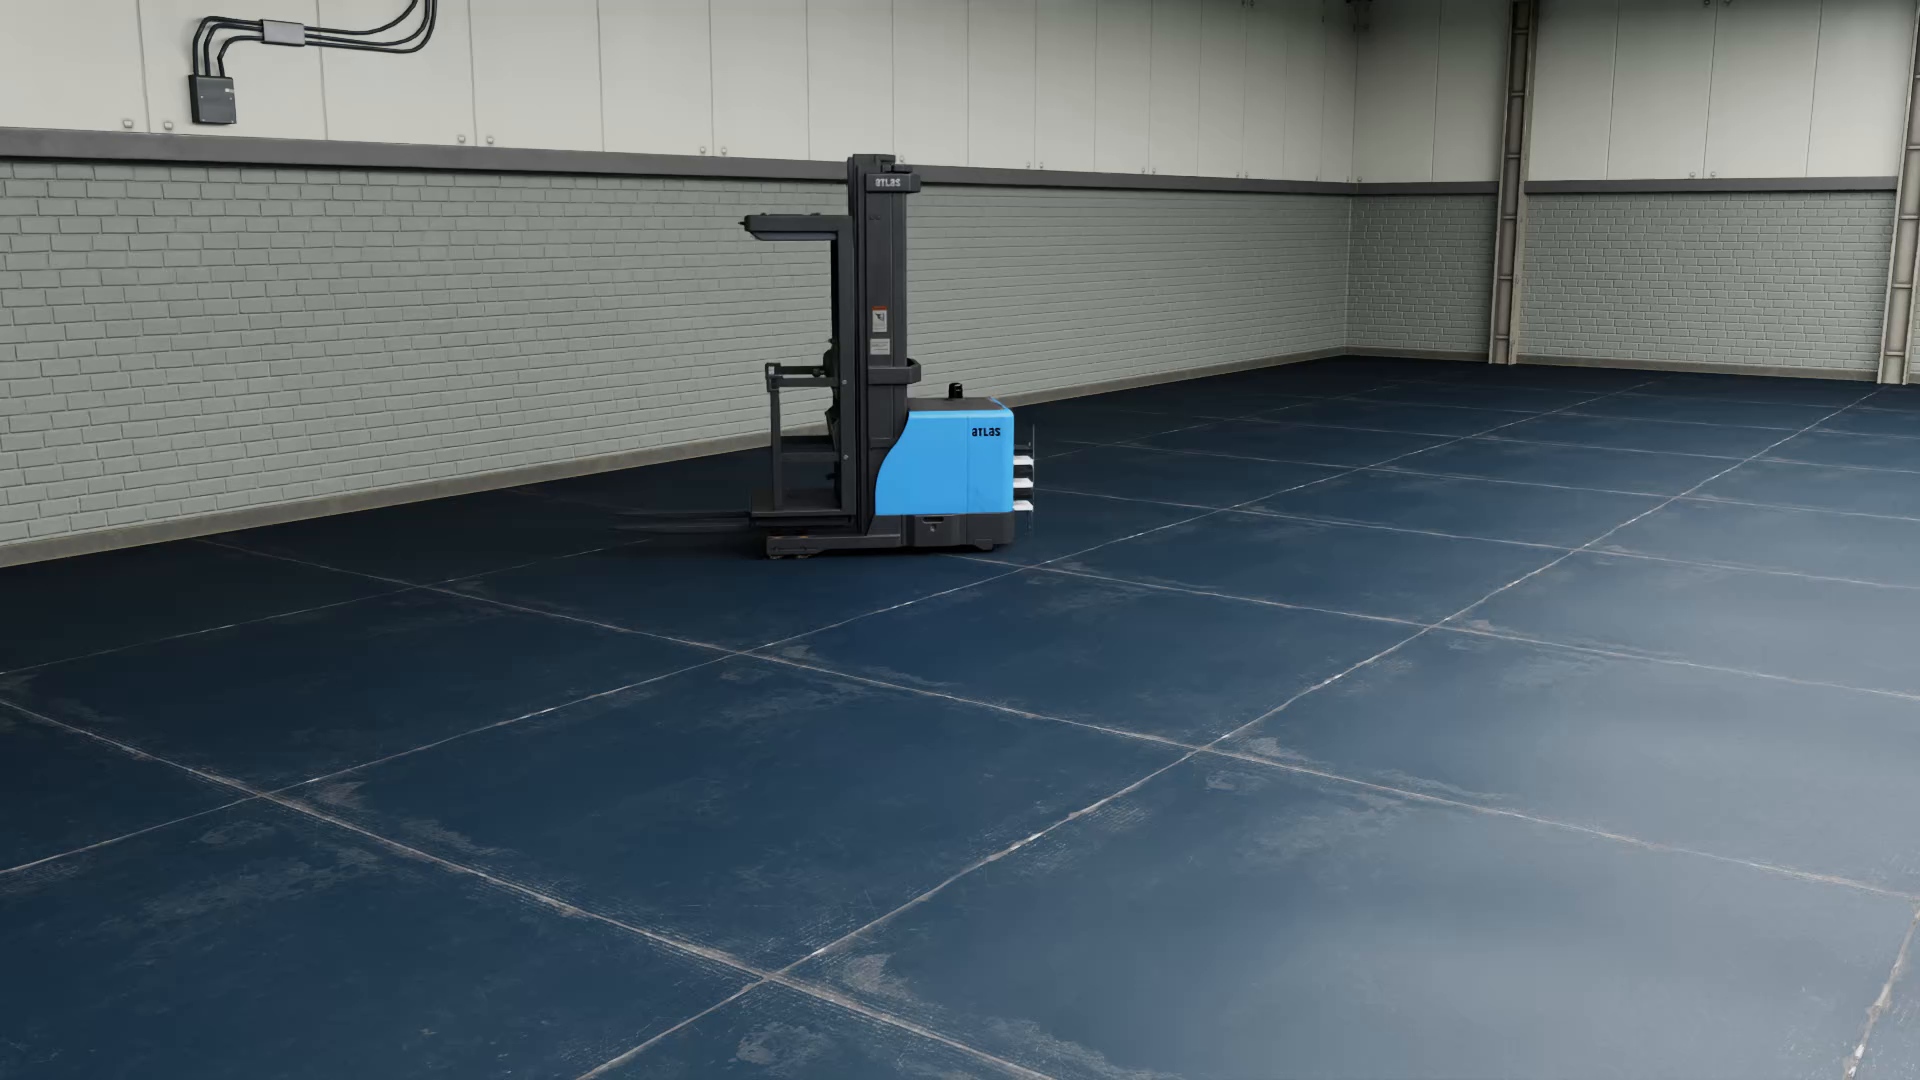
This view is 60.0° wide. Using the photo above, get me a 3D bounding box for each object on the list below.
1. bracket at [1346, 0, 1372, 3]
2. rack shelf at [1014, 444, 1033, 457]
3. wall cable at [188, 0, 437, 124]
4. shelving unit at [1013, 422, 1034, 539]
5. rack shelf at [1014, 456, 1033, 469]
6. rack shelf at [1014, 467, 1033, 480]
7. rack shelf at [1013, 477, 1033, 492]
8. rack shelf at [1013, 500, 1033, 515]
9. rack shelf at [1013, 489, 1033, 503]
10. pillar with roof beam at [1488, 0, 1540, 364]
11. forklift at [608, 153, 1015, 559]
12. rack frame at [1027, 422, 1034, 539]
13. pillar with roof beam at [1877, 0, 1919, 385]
[{"bbox_3d":[6.983,-9.521,29.075,0.430,0.232,0.235,8,13,36],"label":"bracket"},{"bbox_3d":[0.455,-0.699,13.026,0.200,0.077,0.258,-1,11,-7],"label":"rack shelf"},{"bbox_3d":[-5.167,-6.328,13.092,0.169,6.003,2.305,8,13,36],"label":"wall cable"},{"bbox_3d":[0.455,-0.466,13.071,0.210,0.900,0.258,-1,11,-7],"label":"shelving unit"},{"bbox_3d":[0.455,-0.610,13.043,0.200,0.077,0.258,-1,11,-7],"label":"rack shelf"},{"bbox_3d":[0.455,-0.522,13.060,0.200,0.077,0.258,-1,11,-7],"label":"rack shelf"},{"bbox_3d":[0.455,-0.434,13.077,0.200,0.077,0.258,-1,11,-7],"label":"rack shelf"},{"bbox_3d":[0.455,-0.257,13.112,0.200,0.077,0.258,-1,11,-7],"label":"rack shelf"},{"bbox_3d":[0.455,-0.345,13.095,0.200,0.077,0.258,-1,11,-7],"label":"rack shelf"},{"bbox_3d":[6.890,-6.836,24.673,0.548,9.000,9.100,8,13,36],"label":"pillar with roof beam"},{"bbox_3d":[-1.141,-1.404,12.568,3.031,2.935,1.130,-1,11,-7],"label":"forklift"},{"bbox_3d":[0.556,-0.469,13.084,0.006,0.900,0.240,-1,11,-7],"label":"rack frame"},{"bbox_3d":[11.726,-6.161,21.186,0.400,9.000,9.100,8,13,36],"label":"pillar with roof beam"}]
